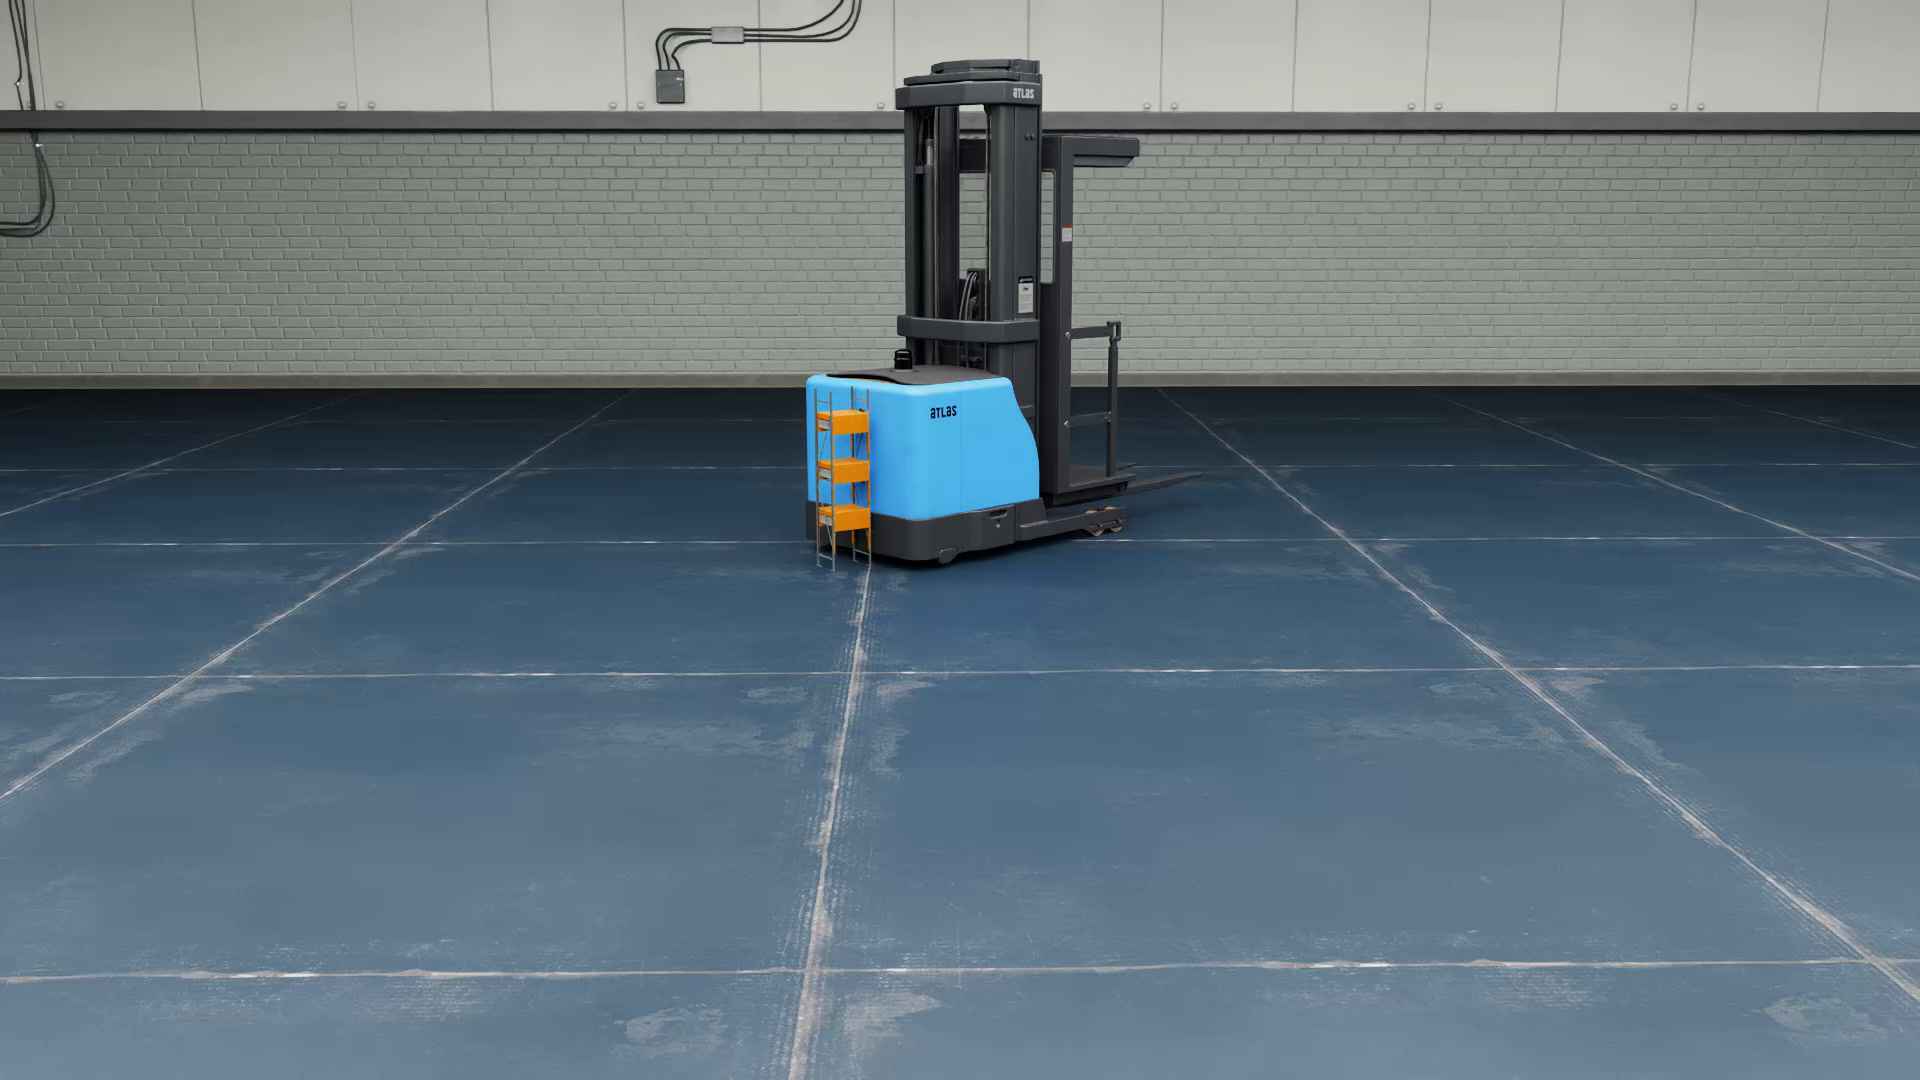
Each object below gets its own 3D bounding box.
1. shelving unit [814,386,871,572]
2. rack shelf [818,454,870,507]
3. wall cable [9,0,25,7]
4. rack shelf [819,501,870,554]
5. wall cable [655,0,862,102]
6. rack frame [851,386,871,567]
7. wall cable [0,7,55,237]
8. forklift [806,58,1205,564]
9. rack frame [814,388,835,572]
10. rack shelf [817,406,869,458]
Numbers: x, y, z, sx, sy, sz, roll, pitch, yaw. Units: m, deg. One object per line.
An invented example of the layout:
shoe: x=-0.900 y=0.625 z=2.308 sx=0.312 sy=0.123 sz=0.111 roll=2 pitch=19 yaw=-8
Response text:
shelving unit: x=-0.682 y=-0.359 z=9.689 sx=0.252 sy=1.050 sz=0.215 roll=-8 pitch=14 yaw=-33
rack shelf: x=-0.682 y=-0.349 z=9.691 sx=0.240 sy=0.259 sz=0.215 roll=-8 pitch=14 yaw=-33
wall cable: x=-9.019 y=-7.099 z=18.025 sx=3.097 sy=2.526 sz=0.112 roll=0 pitch=11 yaw=-1
rack shelf: x=-0.682 y=-0.076 z=9.746 sx=0.240 sy=0.259 sz=0.215 roll=-8 pitch=14 yaw=-33
wall cable: x=-2.232 y=-7.837 z=18.003 sx=2.305 sy=6.003 sz=0.169 roll=0 pitch=11 yaw=-1
rack frame: x=-0.581 y=-0.373 z=9.755 sx=0.008 sy=1.050 sz=0.200 roll=-8 pitch=14 yaw=-33
wall cable: x=-11.724 y=-4.613 z=18.473 sx=3.097 sy=2.526 sz=0.112 roll=0 pitch=11 yaw=-1
forklift: x=0.440 y=-1.526 z=10.708 sx=1.130 sy=2.935 sz=3.031 roll=11 pitch=16 yaw=43
rack frame: x=-0.784 y=-0.346 z=9.623 sx=0.008 sy=1.050 sz=0.200 roll=-8 pitch=14 yaw=-33
rack shelf: x=-0.682 y=-0.627 z=9.635 sx=0.240 sy=0.259 sz=0.215 roll=-8 pitch=14 yaw=-33
